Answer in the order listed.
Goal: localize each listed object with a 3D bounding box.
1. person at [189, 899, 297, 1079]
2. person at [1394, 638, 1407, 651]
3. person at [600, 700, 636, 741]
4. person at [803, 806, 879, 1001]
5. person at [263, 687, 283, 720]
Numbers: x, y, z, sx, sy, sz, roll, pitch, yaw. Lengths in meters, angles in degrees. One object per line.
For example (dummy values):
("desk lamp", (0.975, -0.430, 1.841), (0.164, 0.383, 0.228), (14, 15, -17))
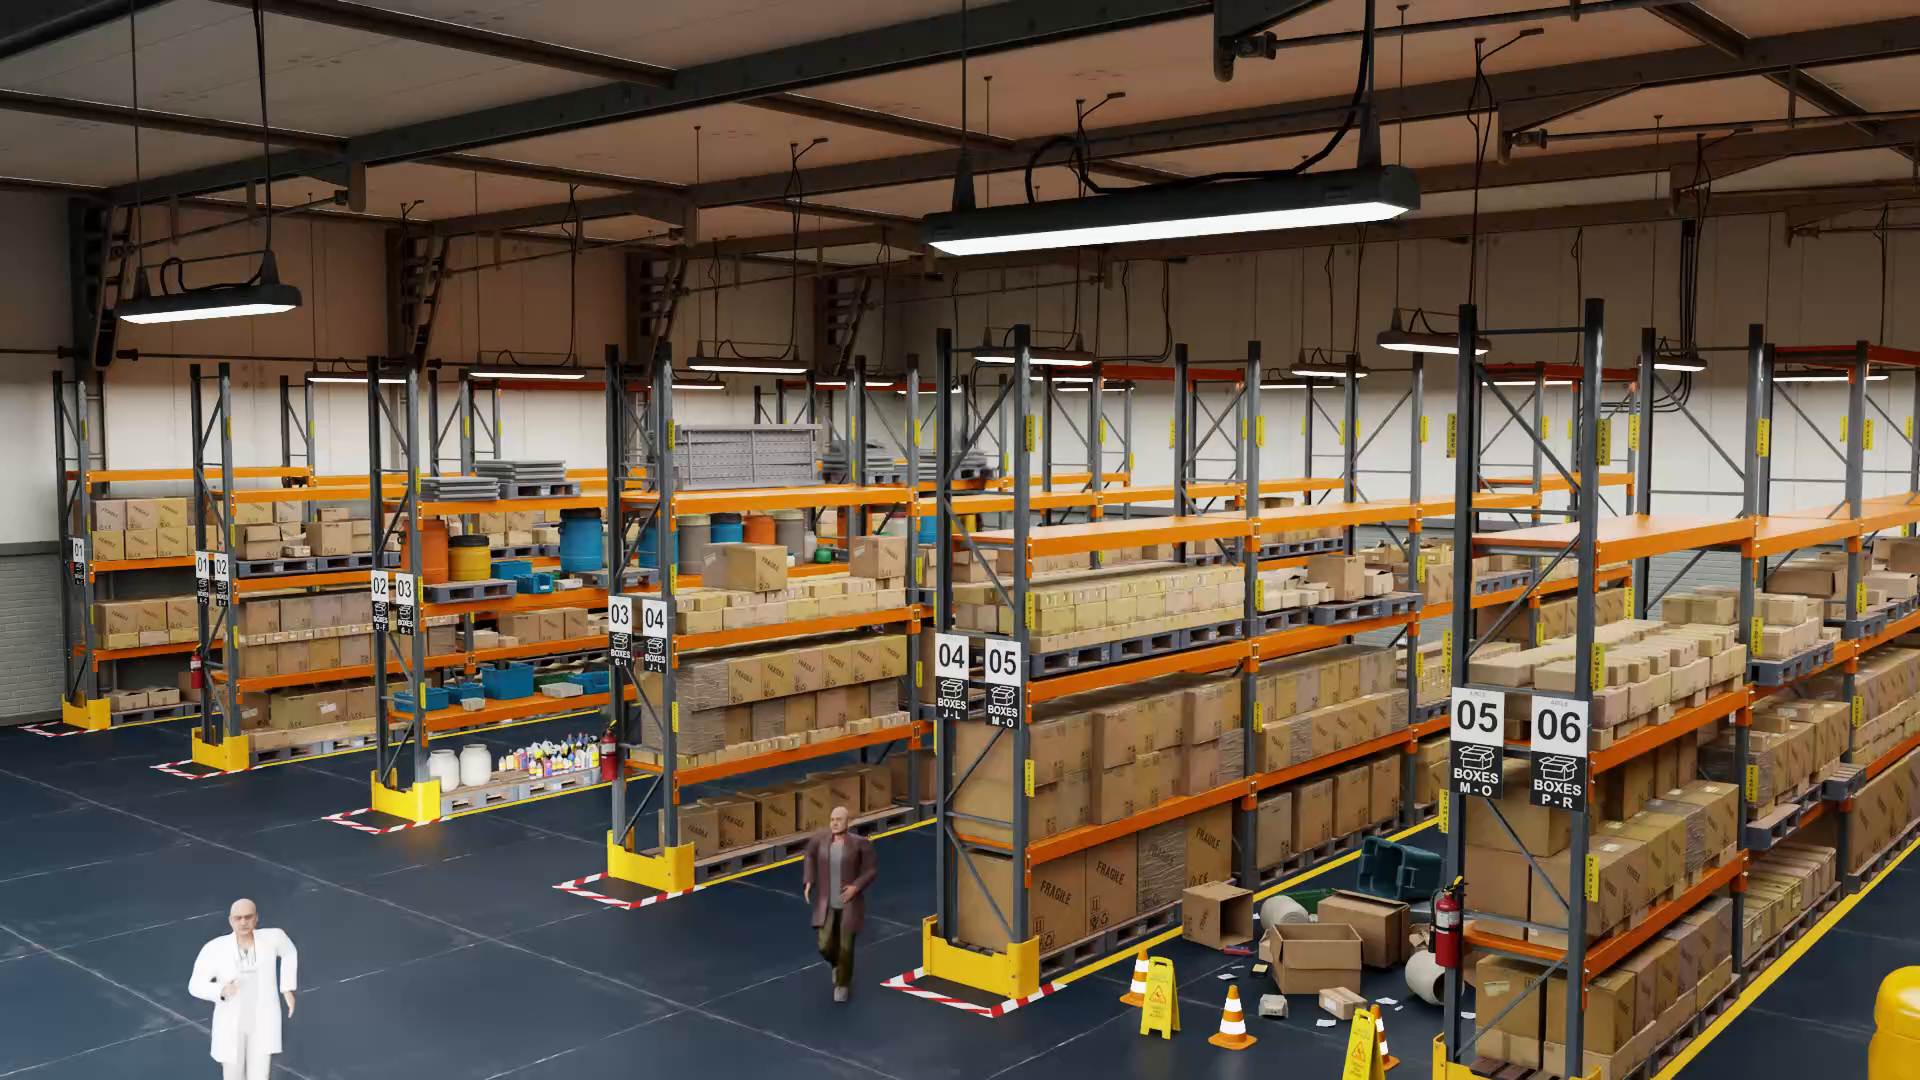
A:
("person", (-5.044, 3.395, 11.743), (0.703, 1.764, 1.059), (-2, 4, -23))
("person", (6.881, 2.408, 25.993), (0.666, 1.762, 0.654), (4, 6, 43))
("person", (-5.425, 2.418, 26.357), (0.545, 1.686, 0.664), (3, 5, 33))
("person", (-1.092, 3.240, 14.830), (0.723, 1.730, 0.610), (1, 4, 10))
("person", (-11.298, 2.381, 27.330), (0.585, 1.688, 0.708), (3, 5, 36))
